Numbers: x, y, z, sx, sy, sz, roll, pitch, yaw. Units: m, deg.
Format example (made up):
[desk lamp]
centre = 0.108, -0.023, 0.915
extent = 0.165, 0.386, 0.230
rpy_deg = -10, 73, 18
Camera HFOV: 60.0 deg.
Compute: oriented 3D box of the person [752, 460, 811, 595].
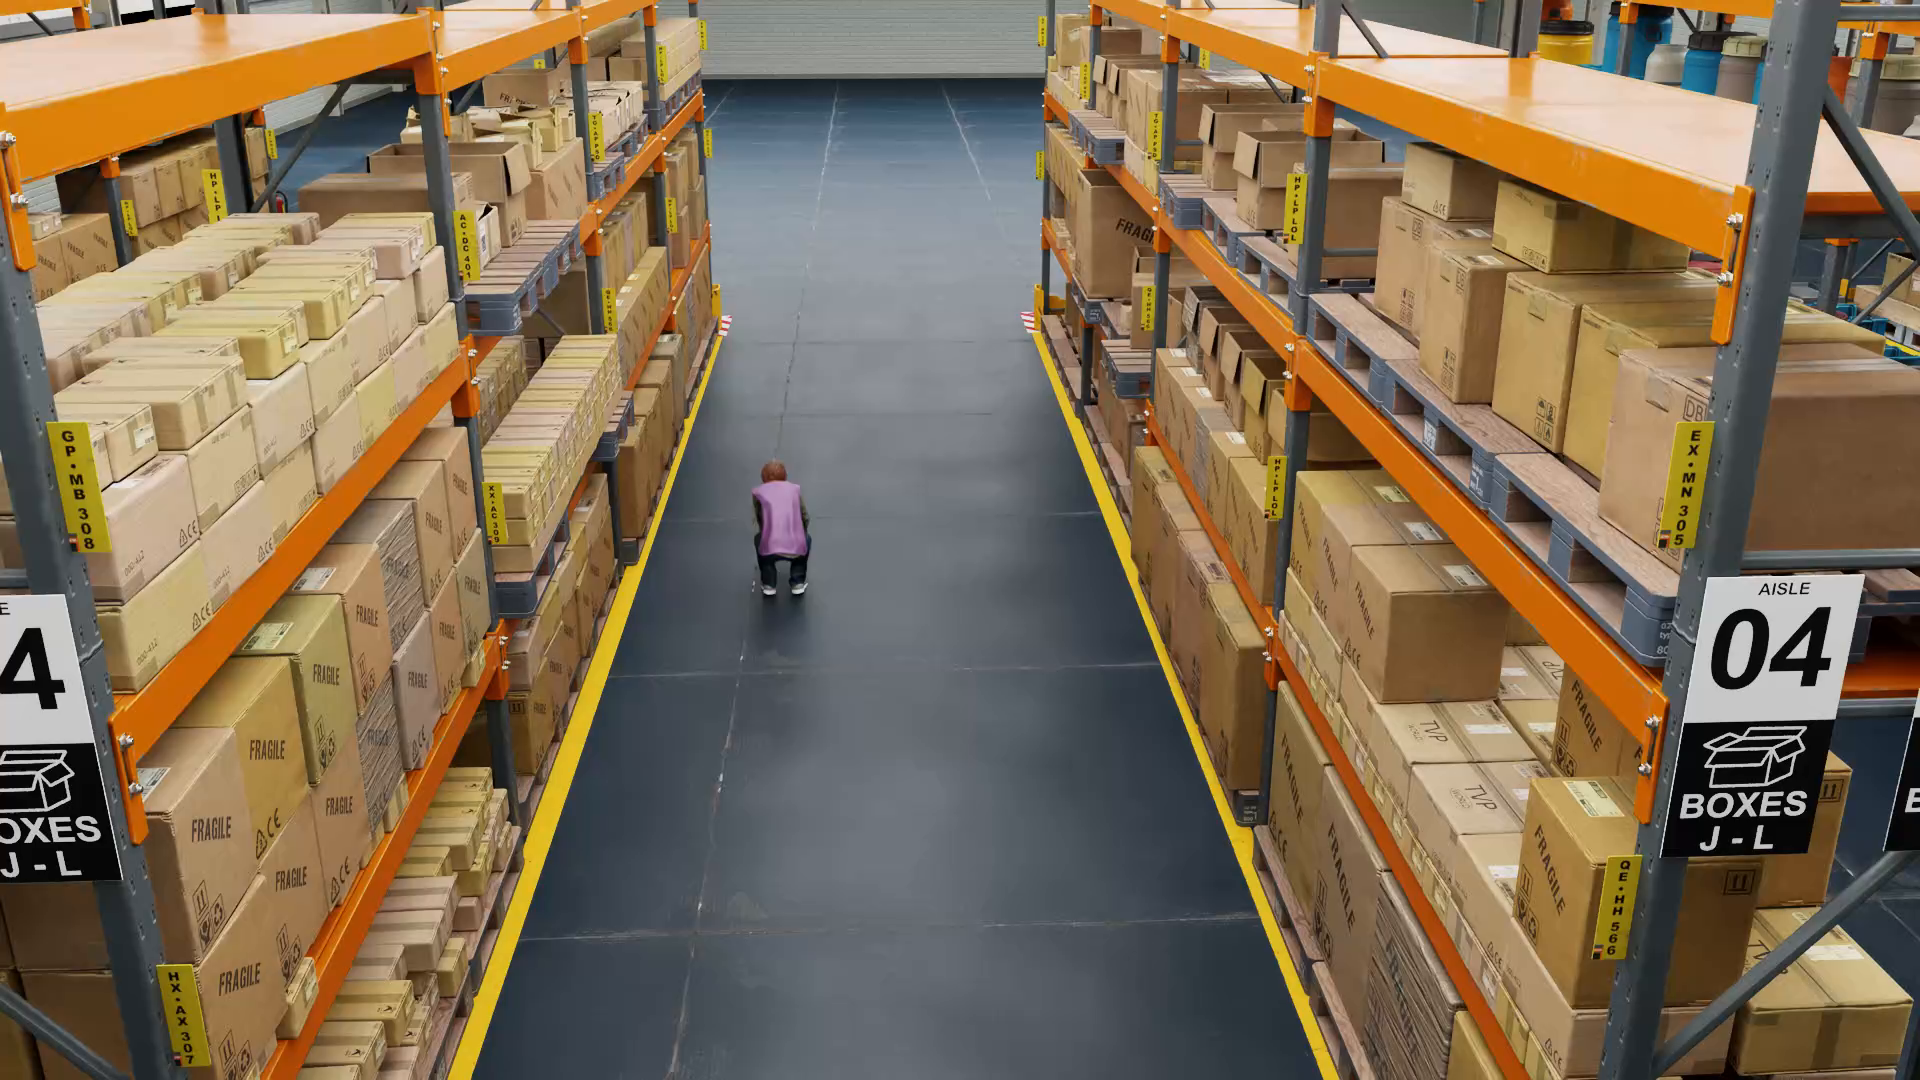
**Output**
[person]
centre = -1.324, -0.087, 12.337
extent = 0.430, 0.892, 0.814
rpy_deg = -1, 21, -4
